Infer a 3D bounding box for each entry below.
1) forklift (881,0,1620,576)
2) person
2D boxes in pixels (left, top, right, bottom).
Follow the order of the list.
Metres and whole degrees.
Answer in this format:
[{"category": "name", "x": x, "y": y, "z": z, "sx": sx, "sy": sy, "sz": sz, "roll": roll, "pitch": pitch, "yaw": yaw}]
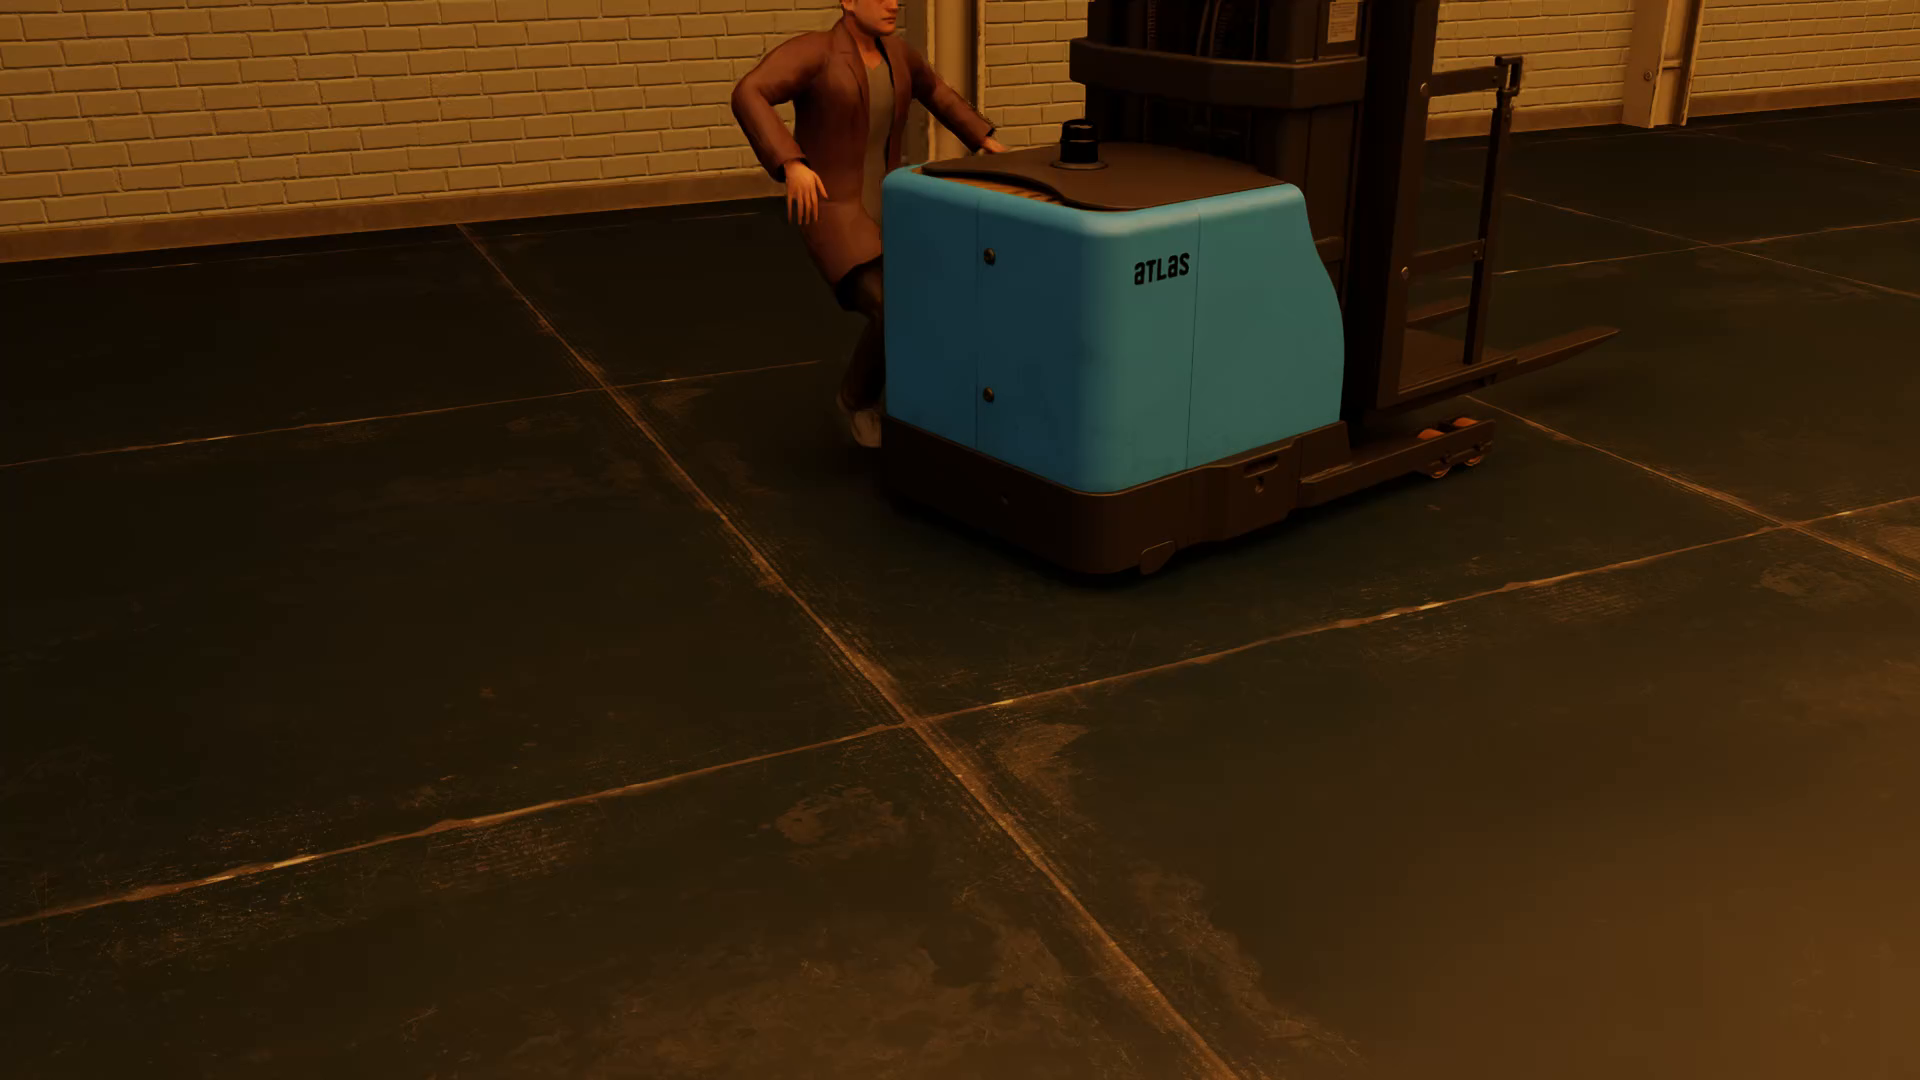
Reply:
[{"category": "forklift", "x": 1.206, "y": -1.698, "z": 5.374, "sx": 3.031, "sy": 2.935, "sz": 1.130, "roll": -18, "pitch": 28, "yaw": -36}, {"category": "person", "x": -0.159, "y": -1.034, "z": 5.446, "sx": 1.076, "sy": 1.655, "sz": 0.805, "roll": -21, "pitch": 30, "yaw": -41}]
